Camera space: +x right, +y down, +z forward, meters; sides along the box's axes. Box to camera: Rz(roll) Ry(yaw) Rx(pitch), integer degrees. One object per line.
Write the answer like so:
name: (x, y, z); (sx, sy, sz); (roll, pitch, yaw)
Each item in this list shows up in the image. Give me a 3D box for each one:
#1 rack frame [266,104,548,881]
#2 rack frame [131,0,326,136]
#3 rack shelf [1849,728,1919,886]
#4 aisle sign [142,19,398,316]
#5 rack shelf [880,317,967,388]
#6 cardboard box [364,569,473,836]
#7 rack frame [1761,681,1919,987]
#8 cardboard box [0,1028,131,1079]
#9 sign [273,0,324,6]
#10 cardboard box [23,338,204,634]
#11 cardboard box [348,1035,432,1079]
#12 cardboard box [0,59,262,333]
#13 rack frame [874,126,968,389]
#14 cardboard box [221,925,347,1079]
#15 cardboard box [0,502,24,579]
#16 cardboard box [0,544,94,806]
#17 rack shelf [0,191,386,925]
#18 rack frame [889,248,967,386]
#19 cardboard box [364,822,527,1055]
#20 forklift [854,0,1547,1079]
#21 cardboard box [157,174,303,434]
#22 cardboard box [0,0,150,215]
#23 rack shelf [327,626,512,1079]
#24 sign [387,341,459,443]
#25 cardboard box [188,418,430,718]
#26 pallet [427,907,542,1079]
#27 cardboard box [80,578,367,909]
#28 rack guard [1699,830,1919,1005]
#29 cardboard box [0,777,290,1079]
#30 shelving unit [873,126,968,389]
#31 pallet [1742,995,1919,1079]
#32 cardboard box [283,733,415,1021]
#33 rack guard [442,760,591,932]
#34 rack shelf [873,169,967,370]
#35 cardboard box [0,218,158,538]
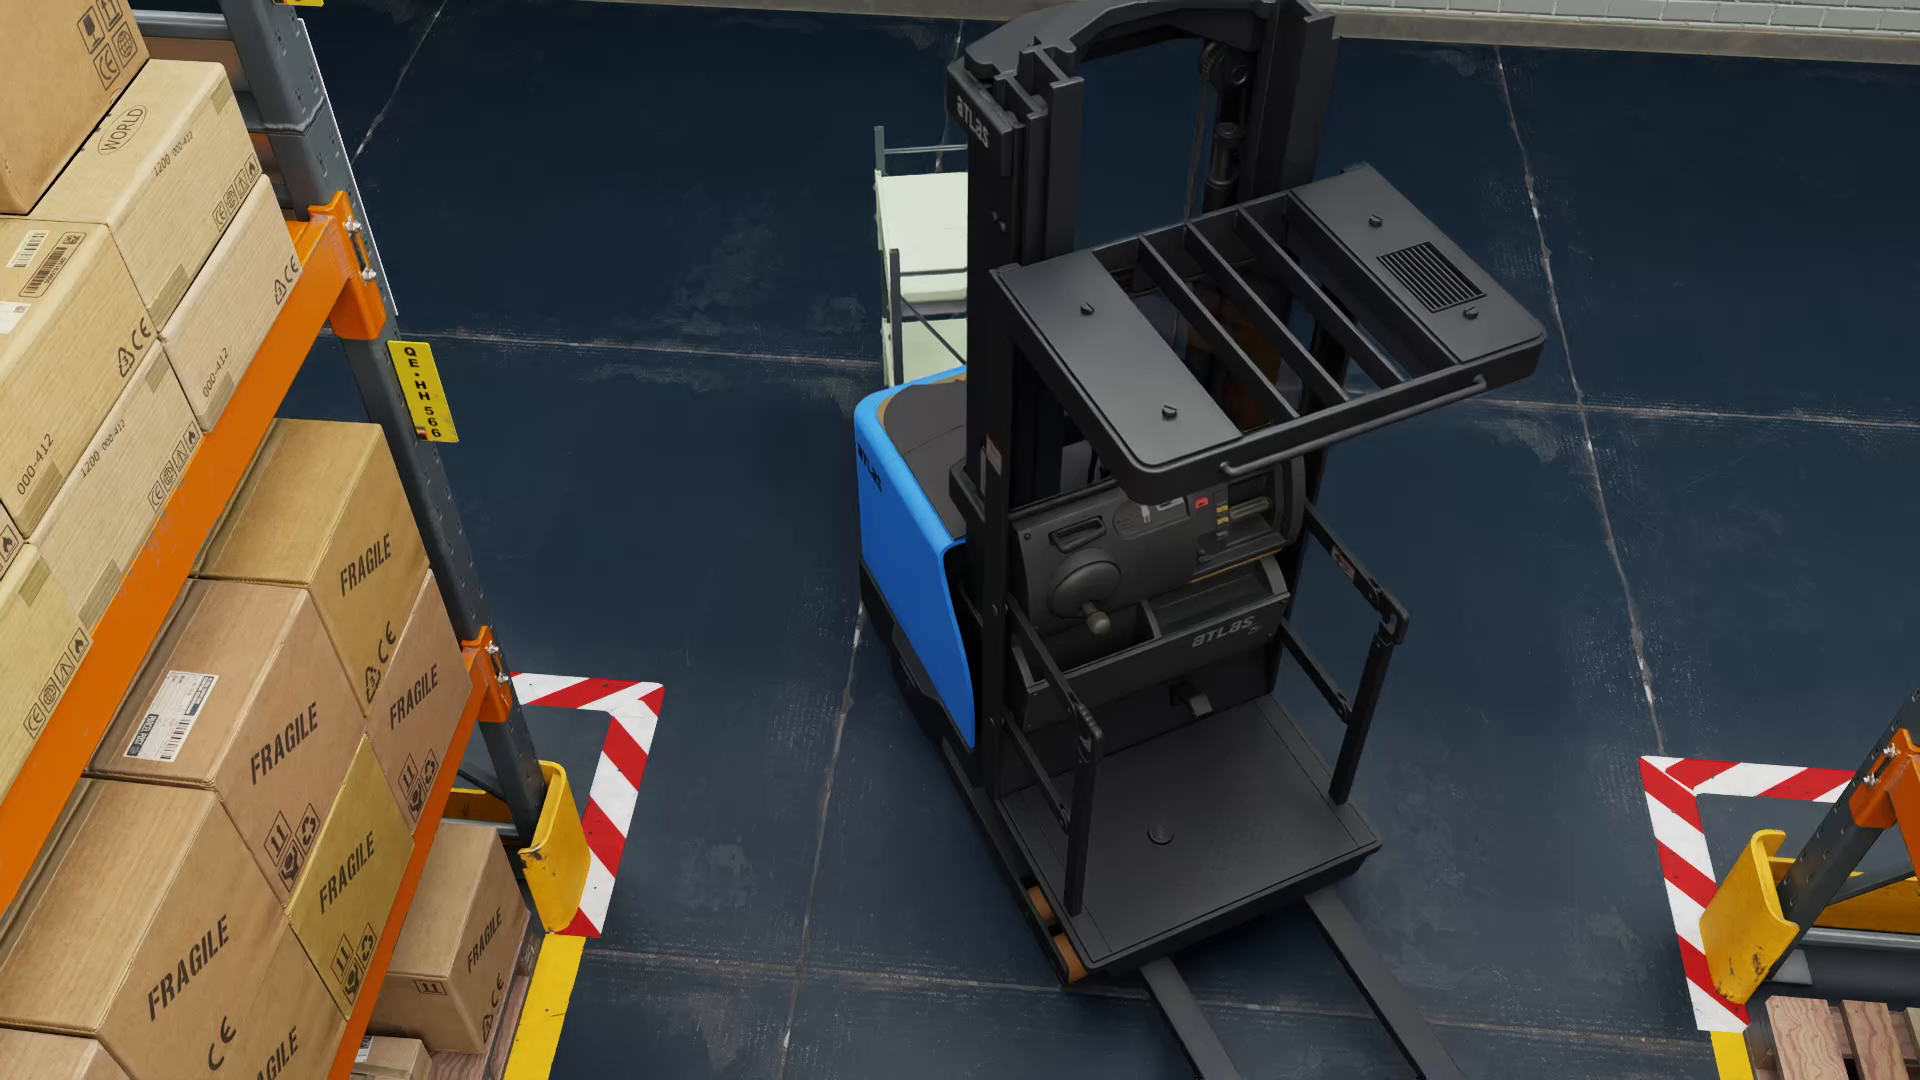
rack frame: (-1.864, 0.085, 4.665); (1.000, 3.000, 0.127); (4, 48, 4)
rack frame: (-1.864, -1.939, 2.451); (1.000, 3.000, 0.127); (4, 48, 4)
rack shelf: (2.886, 2.134, 3.279); (1.077, 0.370, 4.000); (4, 48, 4)
aisle sign: (-1.553, -0.821, 3.733); (0.394, 0.787, 0.004); (4, 48, 4)
rack shelf: (-0.079, -0.539, 6.695); (0.431, 0.370, 0.720); (-4, 48, -4)
cardboard box: (-1.634, 0.399, 4.310); (0.500, 0.500, 0.500); (5, 48, 5)
rack frame: (3.068, 0.421, 4.358); (1.000, 3.000, 0.127); (4, 48, 4)
cardboard box: (-1.765, 1.190, 2.910); (0.500, 0.500, 0.500); (5, 48, 5)
sign: (-1.313, -1.174, 3.184); (0.100, 0.325, 0.005); (4, 48, 4)
cardboard box: (-1.705, -0.114, 2.917); (0.500, 0.250, 0.500); (4, 48, 4)
cardboard box: (-1.795, 1.601, 4.901); (0.380, 0.166, 0.250); (4, 48, 4)
cardboard box: (-1.657, -0.650, 3.068); (0.500, 0.250, 0.500); (4, 48, 4)
rack frame: (-0.117, -1.028, 6.700); (0.400, 1.500, 0.023); (-4, 48, -4)
cardboard box: (-1.728, 1.147, 3.626); (0.500, 0.500, 0.500); (4, 48, 4)
cardboard box: (-1.751, 0.084, 2.396); (0.500, 0.250, 0.500); (4, 48, 4)
cardboard box: (-1.737, 0.254, 2.580); (0.500, 0.250, 0.500); (4, 48, 4)
rack shelf: (-2.046, 0.786, 2.479); (1.077, 0.370, 4.000); (4, 48, 4)
rack frame: (-0.041, -0.491, 6.208); (0.400, 1.500, 0.023); (-4, 48, -4)
cardboard box: (-1.668, 1.197, 5.044); (0.500, 0.500, 0.500); (4, 48, 4)
forklift: (0.689, 0.083, 4.714); (1.130, 2.935, 3.031); (-19, 50, -16)
cardboard box: (-1.648, -0.481, 3.252); (0.500, 0.250, 0.500); (4, 48, 4)
cardboard box: (-1.895, -0.919, 2.806); (0.700, 0.500, 0.500); (4, 48, 4)
rack shelf: (-2.046, 1.798, 3.586); (1.077, 0.370, 4.000); (4, 48, 4)
sign: (-1.313, -0.360, 4.074); (0.100, 0.325, 0.005); (4, 48, 4)
cardboard box: (-1.631, 0.060, 3.943); (0.500, 0.500, 0.500); (3, 48, 3)
pallet: (-1.943, 1.668, 5.107); (1.003, 0.211, 1.213); (4, 48, 4)
cardboard box: (-1.676, 0.431, 3.603); (0.500, 0.500, 0.500); (5, 48, 5)
rack guard: (3.058, 1.246, 5.297); (1.175, 0.500, 0.348); (4, 48, 4)
cardboard box: (-1.718, 0.812, 3.255); (0.500, 0.500, 0.500); (5, 48, 5)
shelving unit: (-0.079, -0.759, 6.454); (0.431, 1.500, 0.755); (-4, 48, -4)
pallet: (2.955, 1.966, 4.835); (1.003, 0.211, 1.213); (4, 48, 4)
cardboard box: (-1.678, 0.781, 3.961); (0.500, 0.500, 0.500); (4, 48, 4)
rack guard: (-1.871, 0.985, 5.536); (1.175, 0.500, 0.348); (4, 48, 4)
rack shelf: (-0.079, -1.023, 6.166); (0.431, 0.370, 0.720); (-4, 48, -4)
cardboard box: (-1.702, -0.283, 2.732); (0.500, 0.250, 0.500); (4, 48, 4)
